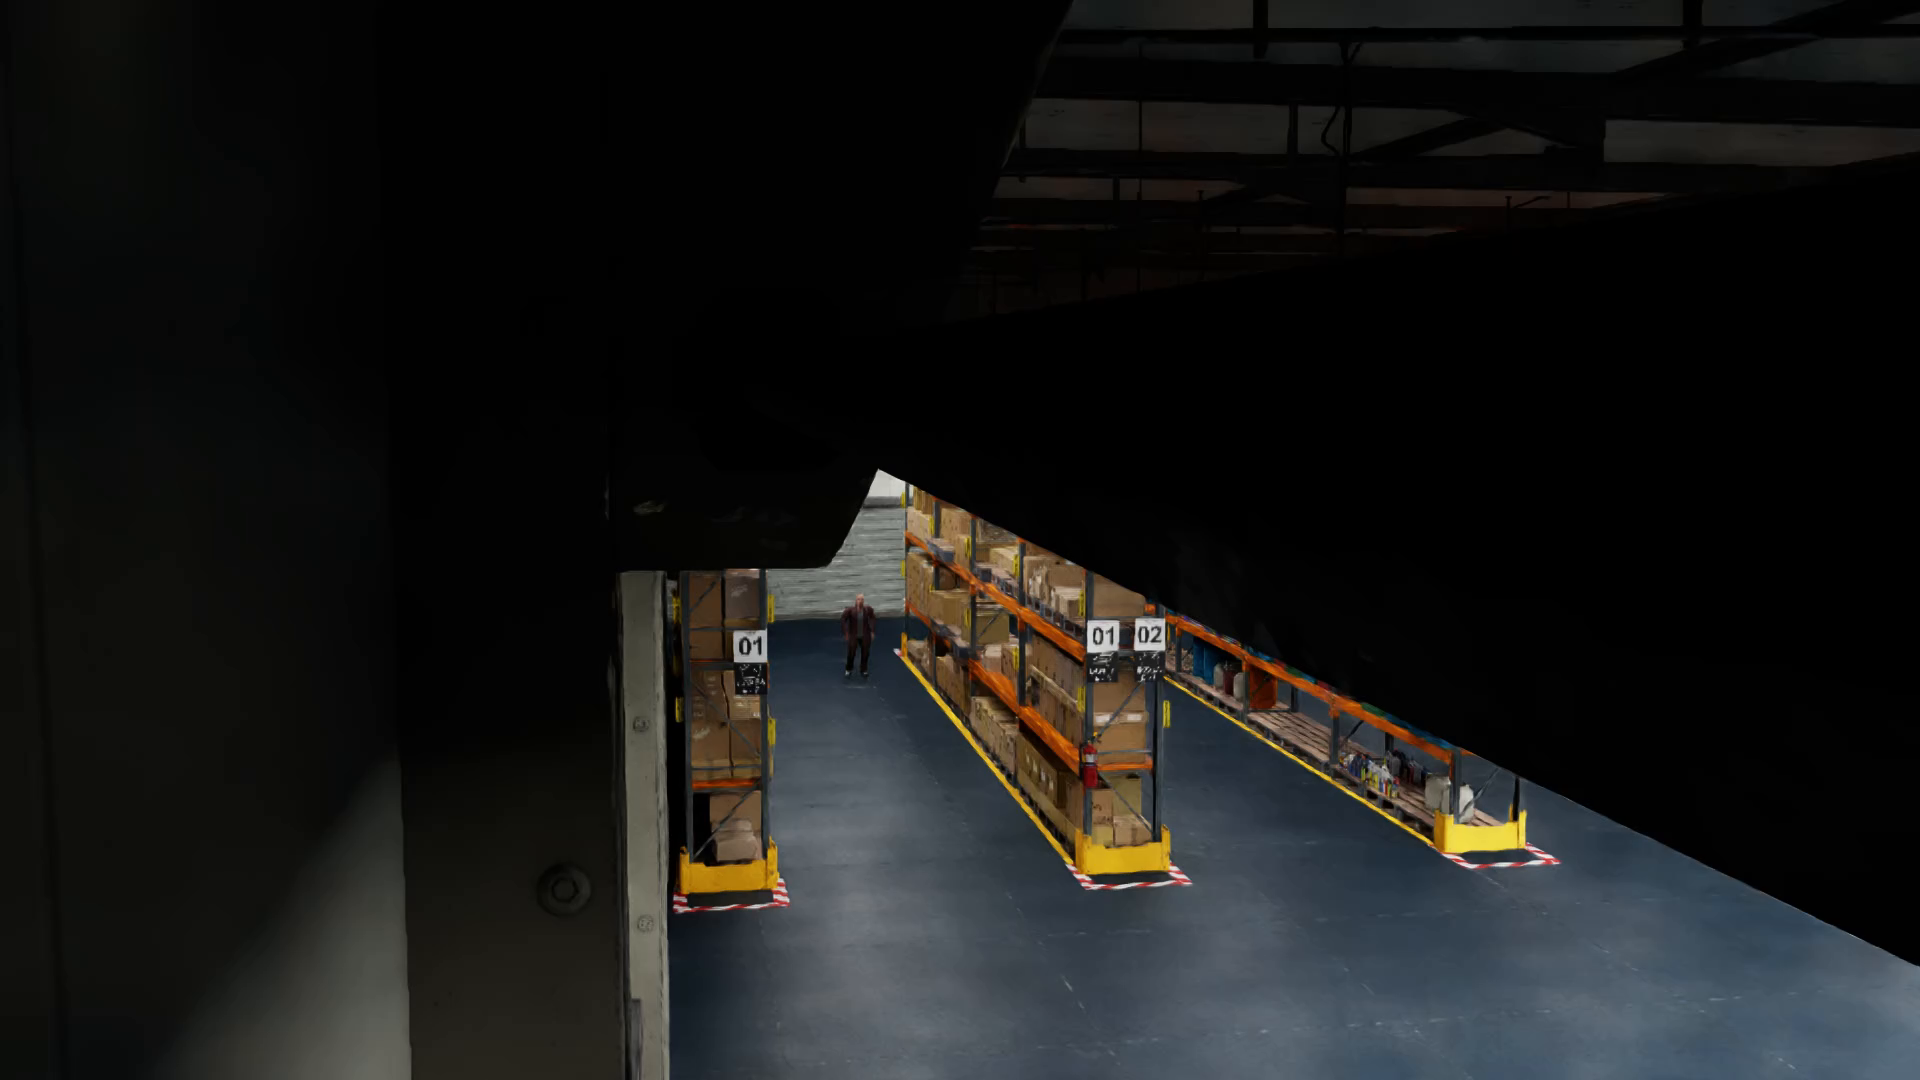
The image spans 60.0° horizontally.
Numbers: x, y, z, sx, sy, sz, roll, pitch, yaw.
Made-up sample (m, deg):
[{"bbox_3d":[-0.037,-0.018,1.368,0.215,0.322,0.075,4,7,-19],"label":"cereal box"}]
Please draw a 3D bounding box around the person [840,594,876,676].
[{"bbox_3d":[-2.086,1.941,34.085,0.729,1.733,0.546,-1,6,-11],"label":"person"}]
